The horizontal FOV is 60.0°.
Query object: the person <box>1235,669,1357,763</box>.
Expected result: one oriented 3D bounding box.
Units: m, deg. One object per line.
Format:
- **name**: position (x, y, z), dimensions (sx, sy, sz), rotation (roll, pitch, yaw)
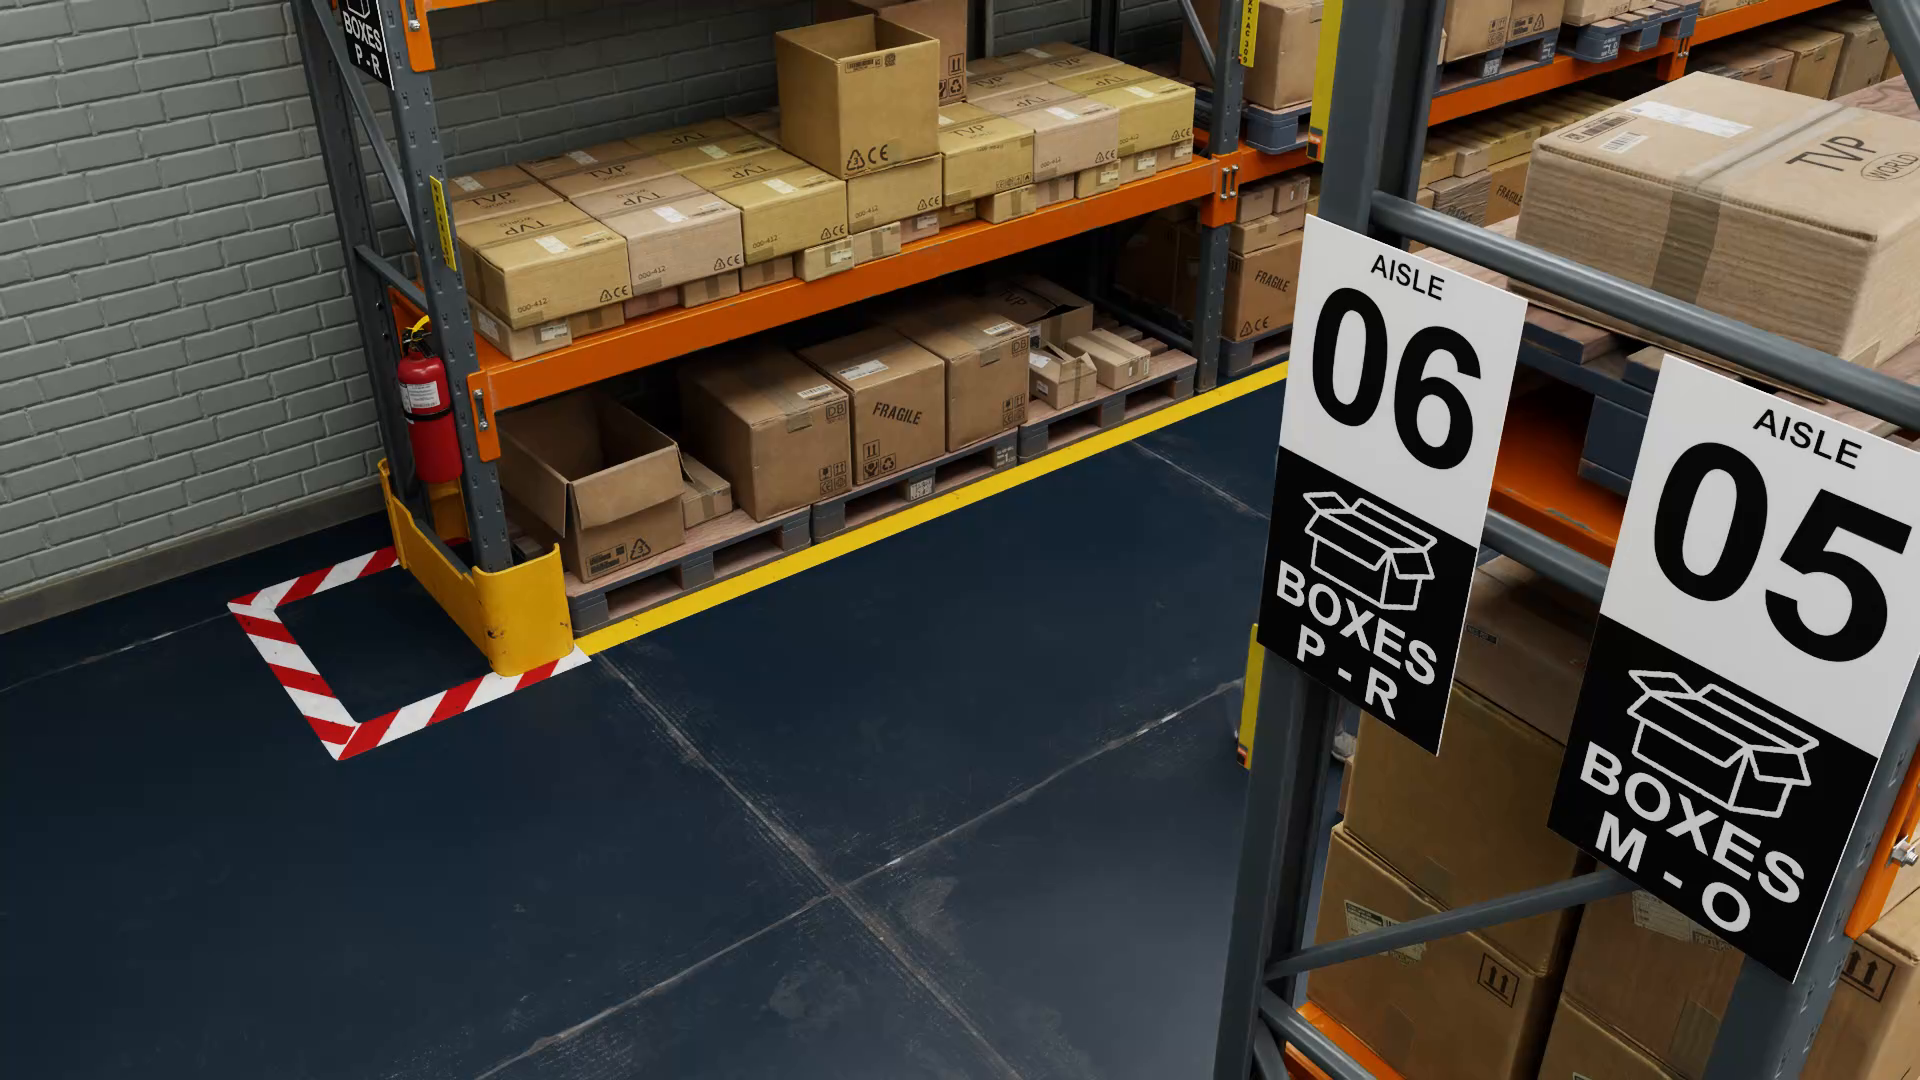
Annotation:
- **person**: position (1.309, 0.119, 5.940), dimensions (0.439, 1.683, 0.454), rotation (-21, 38, -30)
